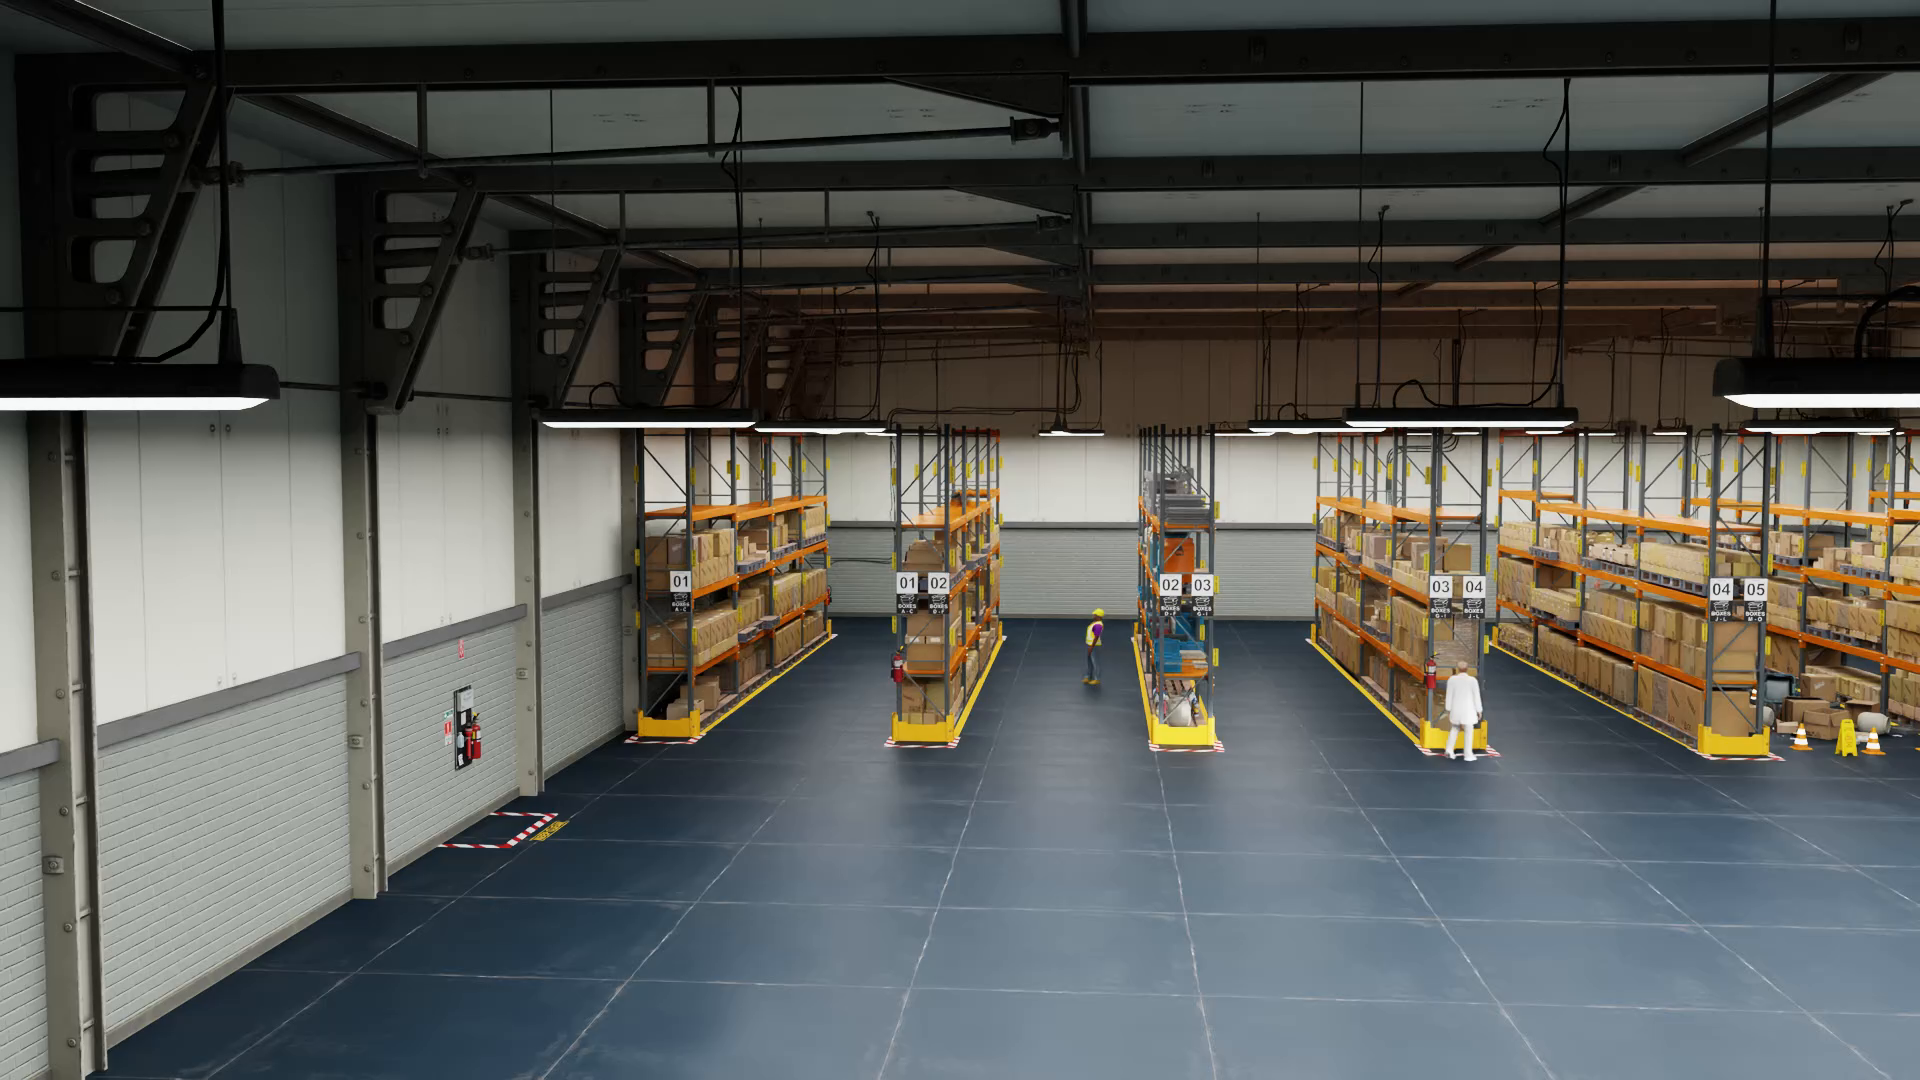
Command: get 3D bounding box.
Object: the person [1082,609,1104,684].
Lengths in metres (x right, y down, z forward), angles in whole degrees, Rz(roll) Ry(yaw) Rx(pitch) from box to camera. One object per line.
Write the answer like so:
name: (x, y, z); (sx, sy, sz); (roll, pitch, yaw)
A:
person: (3.115, 2.474, 38.876); (0.521, 1.751, 0.639); (-1, 4, -18)

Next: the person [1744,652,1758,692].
person: (17.850, 2.589, 37.541); (0.564, 1.700, 0.737); (0, 3, -7)

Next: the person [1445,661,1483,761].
person: (8.980, 3.044, 29.570); (0.648, 1.803, 0.530); (3, 4, 38)

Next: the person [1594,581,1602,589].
person: (18.120, 1.999, 47.169); (0.845, 1.685, 0.555); (0, 3, 2)
